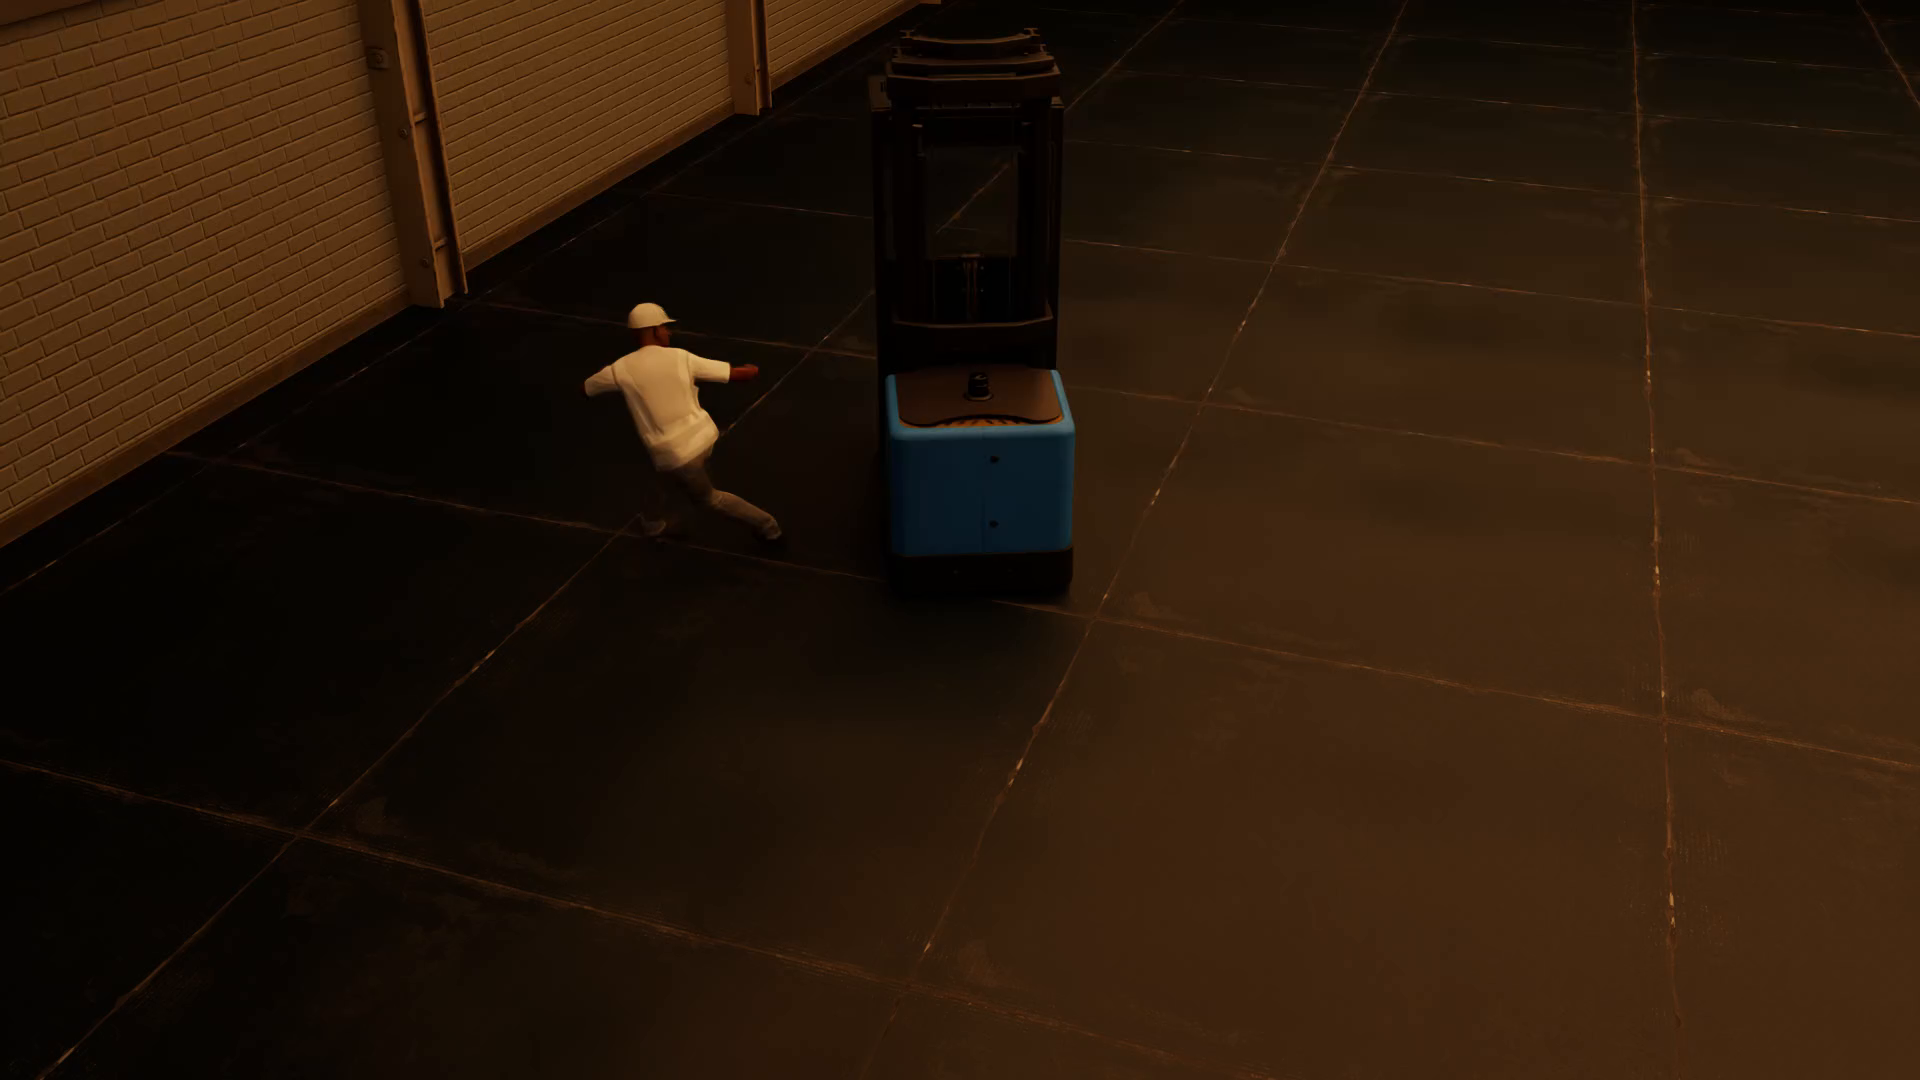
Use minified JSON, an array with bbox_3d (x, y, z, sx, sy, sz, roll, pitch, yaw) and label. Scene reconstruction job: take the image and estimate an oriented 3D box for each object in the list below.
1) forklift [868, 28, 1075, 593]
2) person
[{"bbox_3d":[0.023,-1.671,10.068,1.130,2.935,3.031,-2,30,-4],"label":"forklift"},{"bbox_3d":[-1.646,-0.694,9.792,1.012,1.527,1.040,-23,37,-35],"label":"person"}]
